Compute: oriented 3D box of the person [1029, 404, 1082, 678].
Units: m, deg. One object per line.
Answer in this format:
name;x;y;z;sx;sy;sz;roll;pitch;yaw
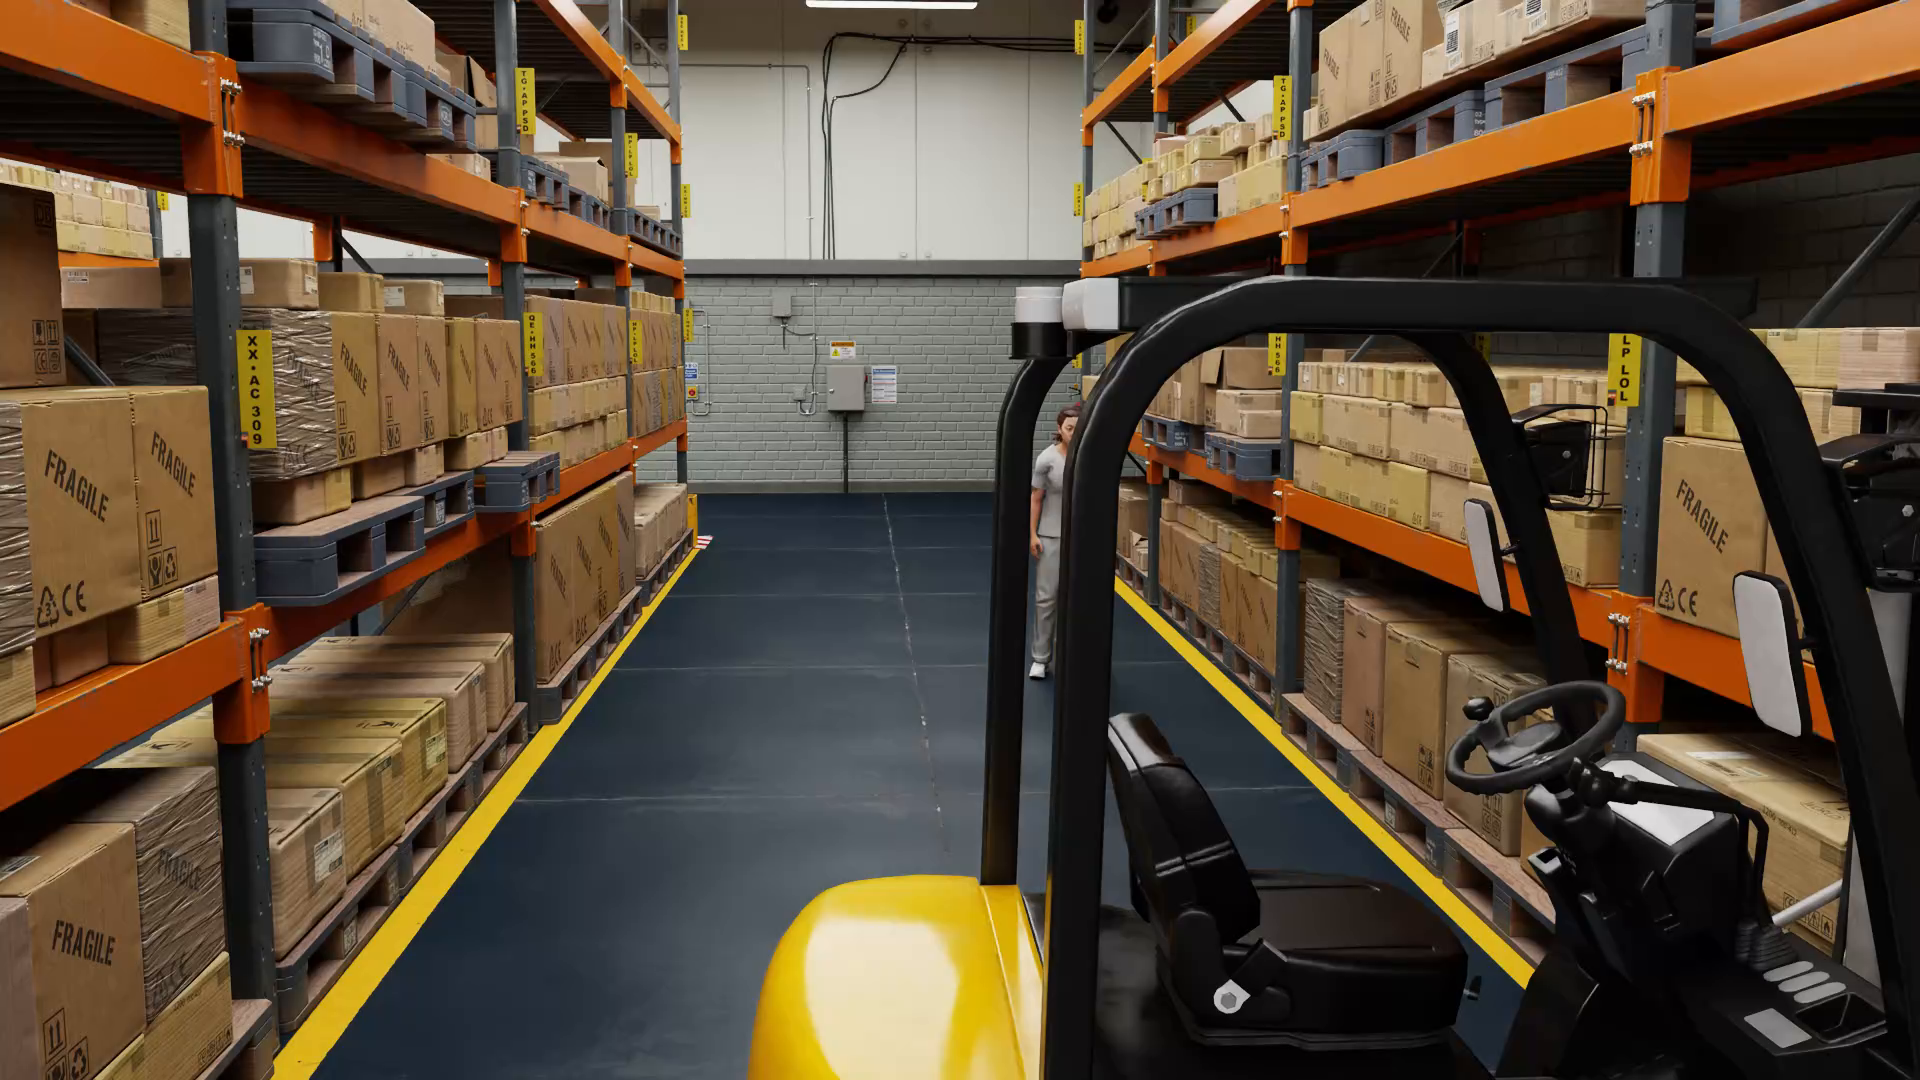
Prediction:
person;0.662;0.002;10.233;0.489;1.673;0.358;-1;7;-4
